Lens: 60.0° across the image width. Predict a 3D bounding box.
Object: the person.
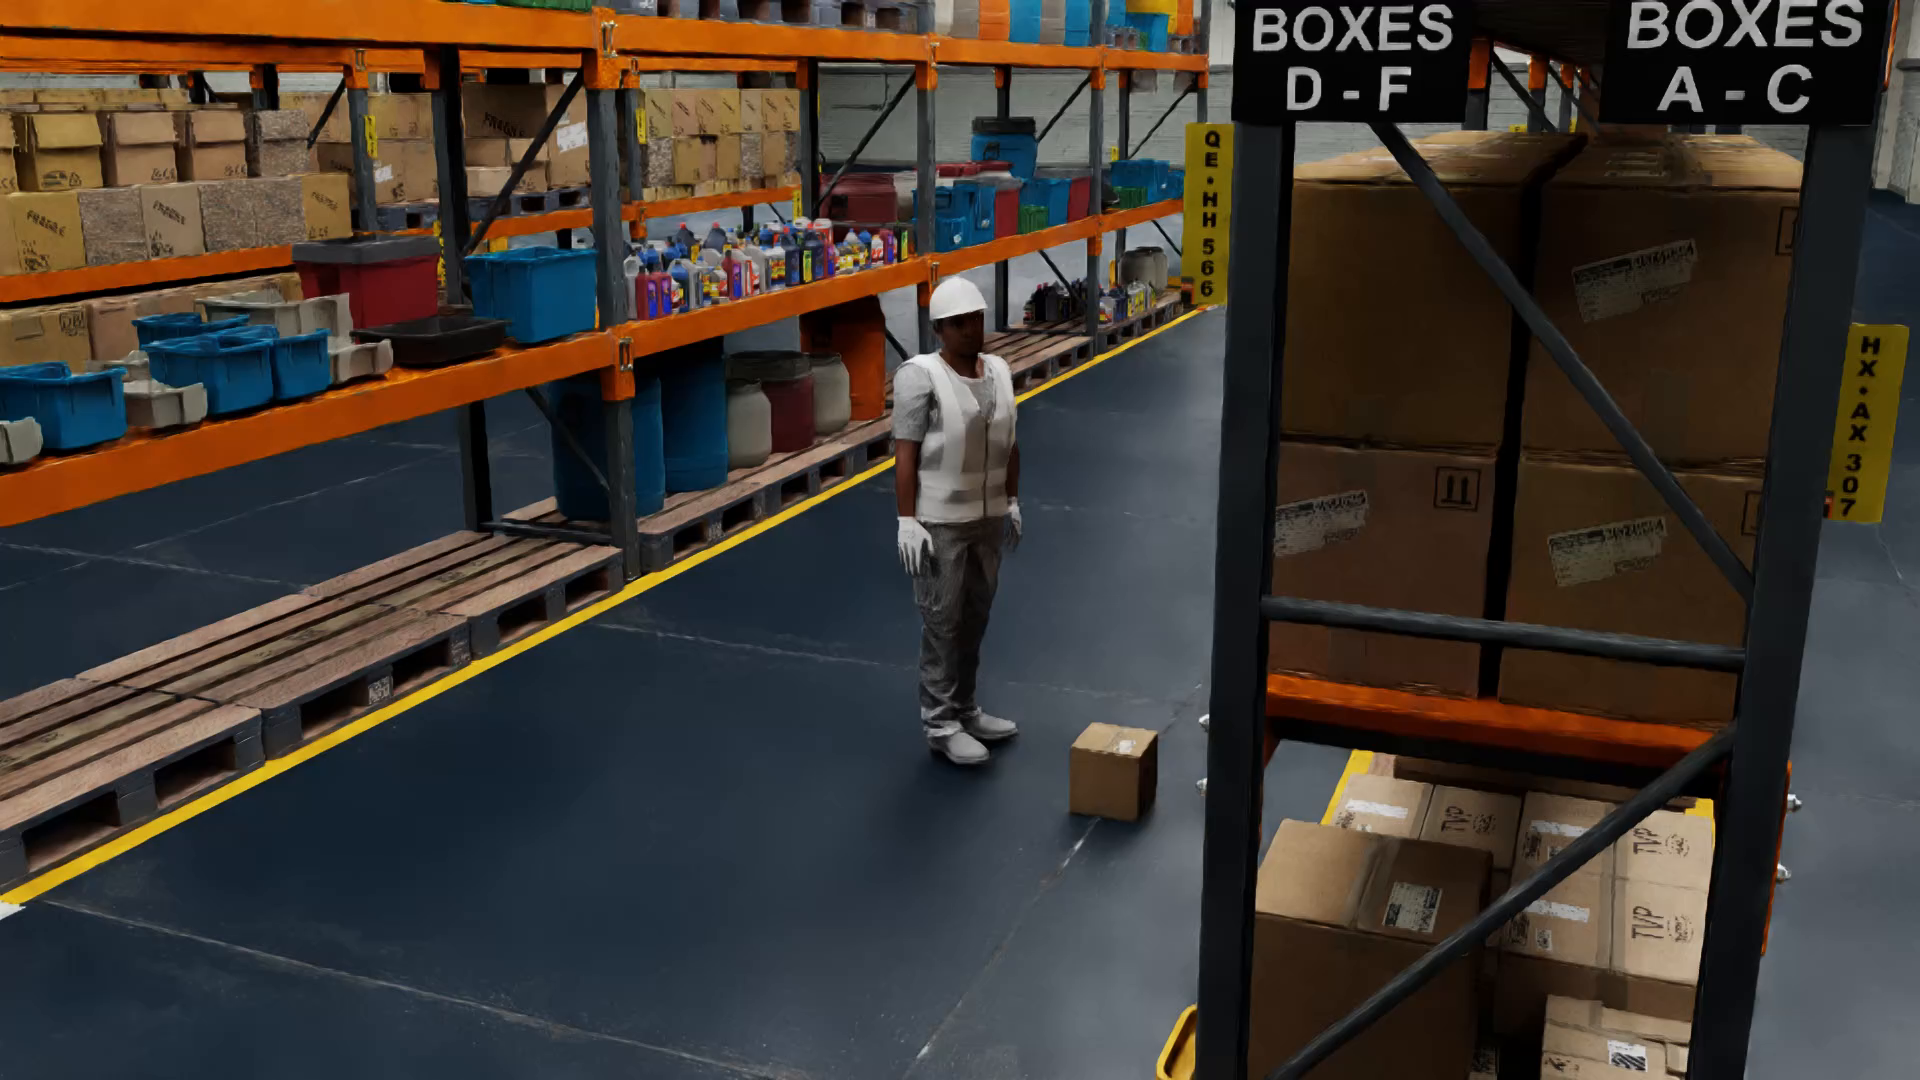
[{"bbox_3d":[0.035,-0.077,6.164,0.651,1.787,0.436,-15,21,-43],"label":"person"}]
